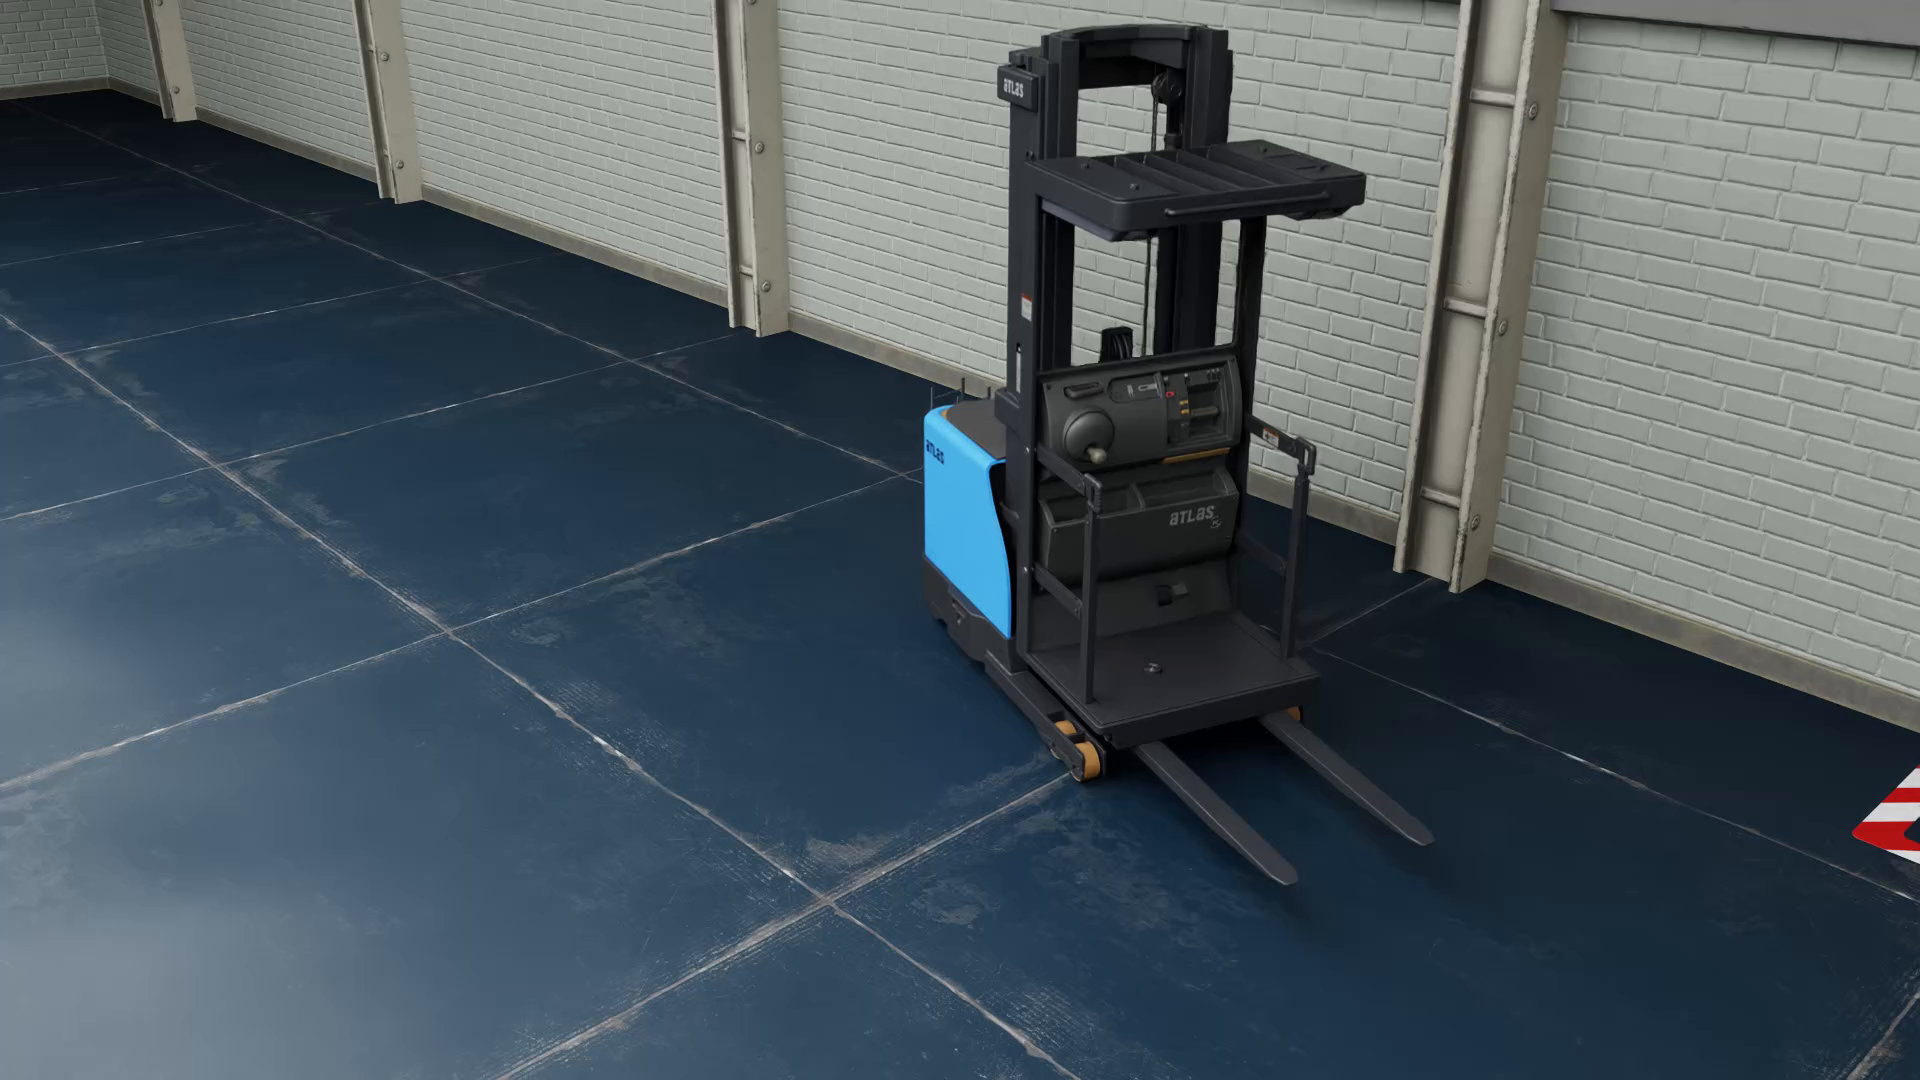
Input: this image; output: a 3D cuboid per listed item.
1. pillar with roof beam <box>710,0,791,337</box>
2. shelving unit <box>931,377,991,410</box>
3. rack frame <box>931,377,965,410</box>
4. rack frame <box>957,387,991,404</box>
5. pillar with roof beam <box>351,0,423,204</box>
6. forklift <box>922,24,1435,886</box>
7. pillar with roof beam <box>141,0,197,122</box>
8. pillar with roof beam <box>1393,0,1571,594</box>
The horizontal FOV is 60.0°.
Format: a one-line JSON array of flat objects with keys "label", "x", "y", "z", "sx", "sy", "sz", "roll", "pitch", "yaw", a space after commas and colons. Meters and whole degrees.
[{"label": "pillar with roof beam", "x": -4.683, "y": -4.514, "z": 8.303, "sx": 9.100, "sy": 9.000, "sz": 0.400, "roll": -21, "pitch": 32, "yaw": -38}, {"label": "shelving unit", "x": 0.006, "y": -0.407, "z": 9.058, "sx": 0.258, "sy": 0.900, "sz": 0.210, "roll": -21, "pitch": 32, "yaw": -38}, {"label": "rack frame", "x": -0.064, "y": -0.438, "z": 9.125, "sx": 0.240, "sy": 0.900, "sz": 0.006, "roll": -21, "pitch": 32, "yaw": -38}, {"label": "rack frame", "x": 0.075, "y": -0.376, "z": 8.990, "sx": 0.240, "sy": 0.900, "sz": 0.006, "roll": -21, "pitch": 32, "yaw": -38}, {"label": "pillar with roof beam", "x": -8.784, "y": -6.332, "z": 12.287, "sx": 9.100, "sy": 9.000, "sz": 0.400, "roll": -21, "pitch": 32, "yaw": -38}, {"label": "forklift", "x": 0.867, "y": -0.518, "z": 6.854, "sx": 1.130, "sy": 2.935, "sz": 3.031, "roll": -10, "pitch": 27, "yaw": -22}, {"label": "pillar with roof beam", "x": -12.885, "y": -8.150, "z": 16.272, "sx": 9.100, "sy": 9.000, "sz": 0.400, "roll": -21, "pitch": 32, "yaw": -38}, {"label": "pillar with roof beam", "x": -0.582, "y": -2.696, "z": 4.318, "sx": 9.100, "sy": 9.000, "sz": 0.400, "roll": -21, "pitch": 32, "yaw": -38}]
